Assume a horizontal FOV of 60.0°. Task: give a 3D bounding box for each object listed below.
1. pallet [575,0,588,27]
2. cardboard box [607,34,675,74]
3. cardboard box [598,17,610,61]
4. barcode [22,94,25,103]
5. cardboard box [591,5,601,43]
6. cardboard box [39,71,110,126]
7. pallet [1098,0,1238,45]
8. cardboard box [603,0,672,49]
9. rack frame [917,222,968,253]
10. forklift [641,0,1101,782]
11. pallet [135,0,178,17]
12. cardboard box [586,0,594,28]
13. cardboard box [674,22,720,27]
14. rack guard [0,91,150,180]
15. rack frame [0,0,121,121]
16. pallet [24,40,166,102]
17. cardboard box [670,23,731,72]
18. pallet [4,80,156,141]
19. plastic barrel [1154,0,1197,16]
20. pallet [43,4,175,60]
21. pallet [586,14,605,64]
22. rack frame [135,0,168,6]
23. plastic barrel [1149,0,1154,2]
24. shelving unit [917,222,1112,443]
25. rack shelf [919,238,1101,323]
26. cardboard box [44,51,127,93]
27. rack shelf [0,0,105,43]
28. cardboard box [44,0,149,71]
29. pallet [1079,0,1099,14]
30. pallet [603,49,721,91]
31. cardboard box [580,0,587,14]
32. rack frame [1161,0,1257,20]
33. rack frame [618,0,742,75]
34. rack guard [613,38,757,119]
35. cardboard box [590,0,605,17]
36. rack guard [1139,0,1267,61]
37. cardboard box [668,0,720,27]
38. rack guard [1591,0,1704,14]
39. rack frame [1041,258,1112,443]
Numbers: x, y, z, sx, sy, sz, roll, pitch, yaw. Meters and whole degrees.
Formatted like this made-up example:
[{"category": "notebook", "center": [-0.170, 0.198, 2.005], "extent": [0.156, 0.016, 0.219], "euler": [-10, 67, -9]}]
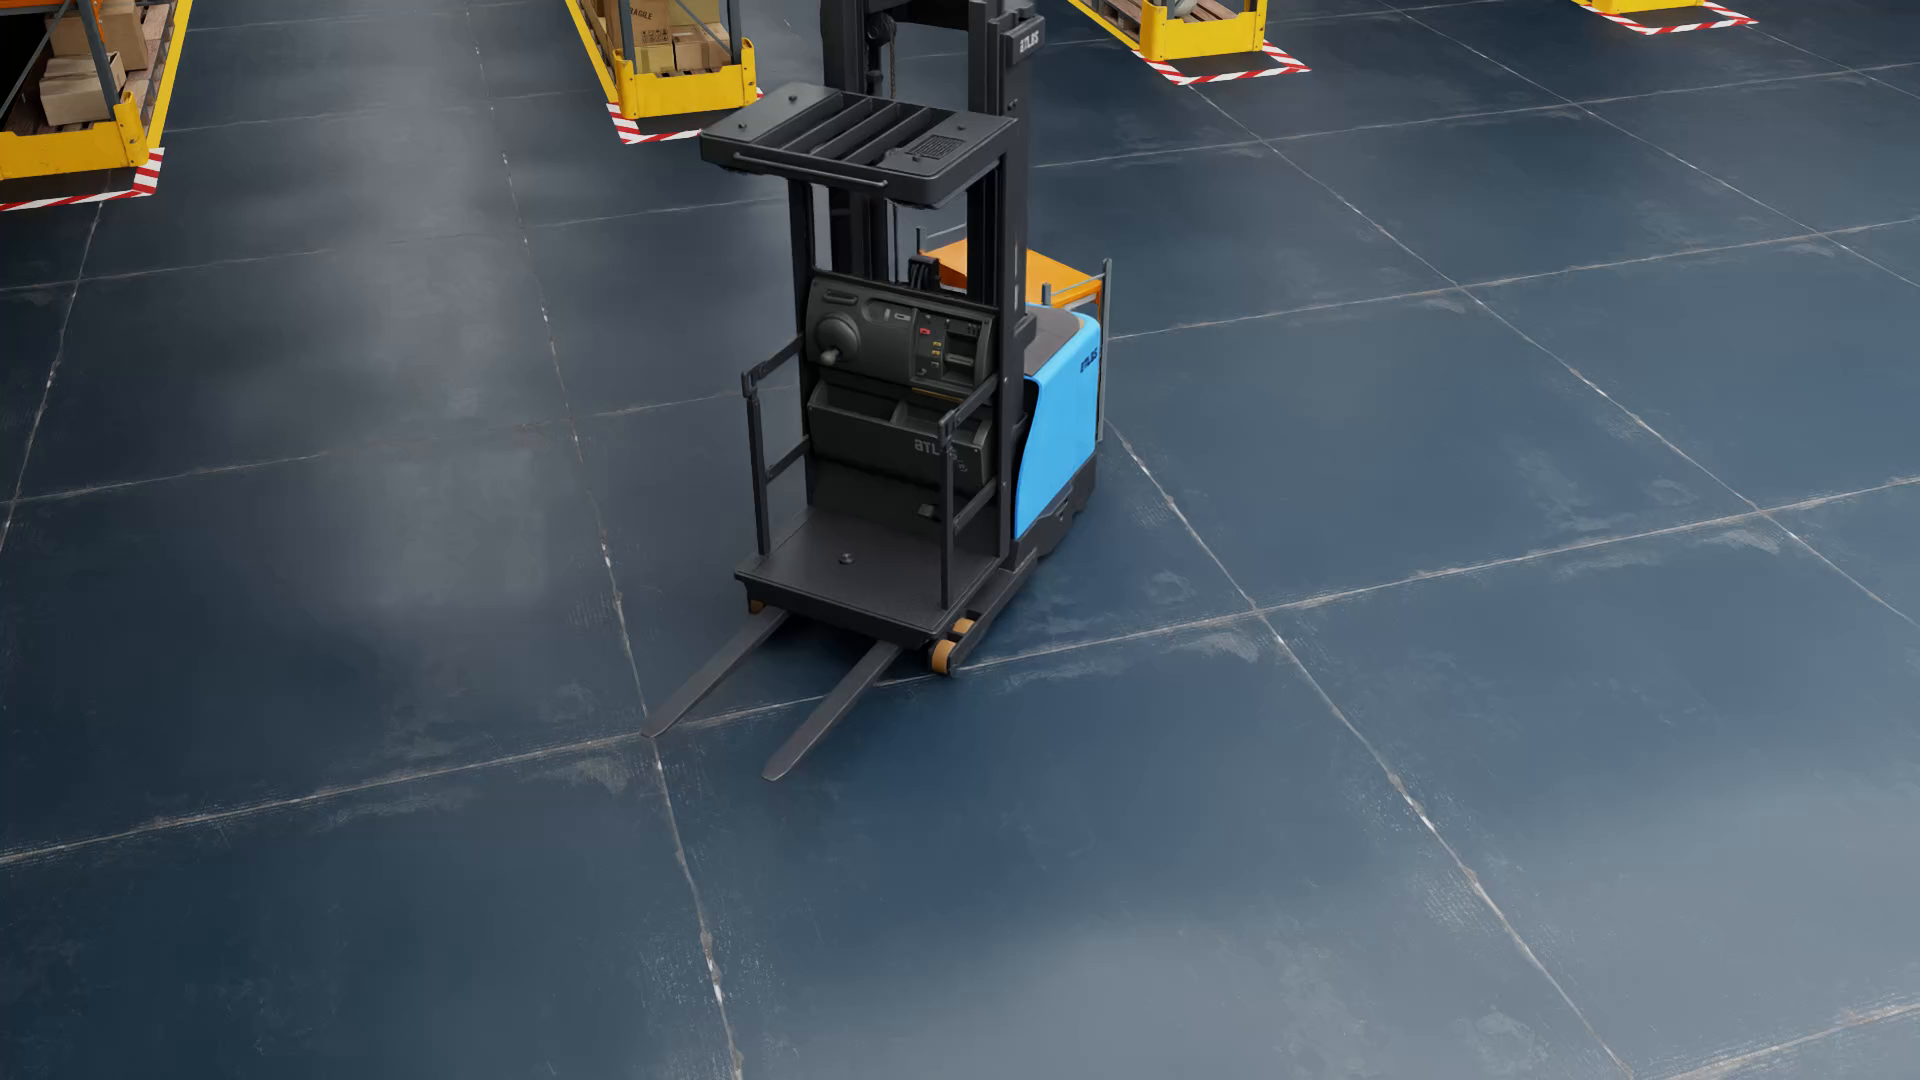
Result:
[{"category": "pallet", "center": [-3.382, -5.544, 16.948], "extent": [1.003, 0.211, 1.213], "euler": [-10, 35, -15]}, {"category": "cardboard box", "center": [-2.809, -4.292, 14.637], "extent": [0.500, 0.250, 0.500], "euler": [-10, 35, -15]}, {"category": "cardboard box", "center": [-2.973, -4.552, 15.031], "extent": [0.500, 0.250, 0.500], "euler": [-10, 35, -15]}, {"category": "barcode", "center": [-7.593, -3.583, 13.483], "extent": [0.001, 0.075, 0.075], "euler": [-10, 35, -15]}, {"category": "cardboard box", "center": [-3.128, -4.814, 15.428], "extent": [0.500, 0.250, 0.500], "euler": [-10, 35, -15]}, {"category": "cardboard box", "center": [-7.206, -3.637, 13.573], "extent": [0.500, 0.311, 0.500], "euler": [-14, 36, -20]}, {"category": "pallet", "center": [2.043, -5.159, 16.365], "extent": [1.003, 0.211, 1.213], "euler": [-10, 35, -15]}, {"category": "cardboard box", "center": [-2.811, -4.604, 14.430], "extent": [0.500, 0.500, 0.500], "euler": [-10, 35, -15]}, {"category": "rack frame", "center": [-0.046, -1.383, 9.823], "extent": [0.500, 1.125, 0.032], "euler": [-26, 41, -34]}, {"category": "forklift", "center": [-0.380, -0.870, 7.408], "extent": [1.130, 2.935, 3.031], "euler": [16, 37, 22]}, {"category": "pallet", "center": [-8.540, -5.542, 16.945], "extent": [1.003, 0.211, 1.213], "euler": [-10, 35, -15]}, {"category": "cardboard box", "center": [-3.278, -5.077, 15.826], "extent": [0.500, 0.250, 0.500], "euler": [-10, 35, -15]}, {"category": "cardboard box", "center": [-2.472, -4.641, 15.165], "extent": [0.500, 0.250, 0.500], "euler": [-10, 35, -15]}, {"category": "rack guard", "center": [-7.104, -3.194, 13.130], "extent": [1.175, 0.500, 0.348], "euler": [-10, 35, -15]}, {"category": "rack frame", "center": [-7.081, -4.197, 12.380], "extent": [1.000, 3.000, 0.127], "euler": [-10, 35, -15]}, {"category": "pallet", "center": [-7.687, -4.145, 14.831], "extent": [1.003, 0.211, 1.213], "euler": [-10, 35, -15]}, {"category": "cardboard box", "center": [-2.316, -4.379, 14.769], "extent": [0.500, 0.250, 0.500], "euler": [-10, 35, -15]}, {"category": "pallet", "center": [-7.318, -3.506, 13.864], "extent": [1.003, 0.211, 1.213], "euler": [-10, 35, -15]}, {"category": "plastic barrel", "center": [2.080, -5.333, 15.975], "extent": [0.421, 0.512, 0.421], "euler": [0, 33, 0]}, {"category": "pallet", "center": [-8.063, -4.787, 15.802], "extent": [1.003, 0.211, 1.213], "euler": [-10, 35, -15]}, {"category": "pallet", "center": [-3.006, -4.902, 15.977], "extent": [1.003, 0.211, 1.213], "euler": [-10, 35, -15]}, {"category": "rack frame", "center": [-8.301, -6.297, 15.558], "extent": [1.000, 3.000, 0.127], "euler": [-10, 35, -15]}, {"category": "plastic barrel", "center": [1.928, -5.596, 16.373], "extent": [0.421, 0.512, 0.421], "euler": [0, 33, 0]}, {"category": "shelving unit", "center": [0.290, -1.173, 9.505], "extent": [0.538, 1.125, 1.048], "euler": [-26, 41, -34]}, {"category": "rack shelf", "center": [0.290, -1.417, 9.344], "extent": [0.538, 0.278, 1.000], "euler": [-26, 41, -34]}, {"category": "cardboard box", "center": [-7.380, -3.936, 14.026], "extent": [0.500, 0.311, 0.500], "euler": [-7, 34, -11]}, {"category": "rack shelf", "center": [-7.691, -4.947, 14.168], "extent": [1.077, 0.370, 4.000], "euler": [-10, 35, -15]}, {"category": "cardboard box", "center": [-7.556, -4.409, 14.569], "extent": [0.700, 0.500, 0.500], "euler": [-12, 35, -18]}, {"category": "pallet", "center": [1.675, -5.798, 17.333], "extent": [1.003, 0.211, 1.213], "euler": [-10, 35, -15]}, {"category": "pallet", "center": [-2.638, -4.263, 15.009], "extent": [1.003, 0.211, 1.213], "euler": [-10, 35, -15]}, {"category": "cardboard box", "center": [-3.437, -5.339, 16.221], "extent": [0.500, 0.250, 0.500], "euler": [-10, 35, -15]}, {"category": "rack frame", "center": [2.354, -5.863, 14.901], "extent": [1.000, 3.000, 0.127], "euler": [-10, 35, -15]}, {"category": "rack frame", "center": [-2.364, -5.032, 13.644], "extent": [1.000, 3.000, 0.127], "euler": [-10, 35, -15]}, {"category": "rack guard", "center": [-2.357, -3.976, 14.314], "extent": [1.175, 0.500, 0.348], "euler": [-10, 35, -15]}, {"category": "cardboard box", "center": [-3.130, -5.127, 15.221], "extent": [0.500, 0.500, 0.500], "euler": [-10, 35, -15]}, {"category": "rack guard", "center": [2.286, -4.852, 15.639], "extent": [1.175, 0.500, 0.348], "euler": [-10, 35, -15]}, {"category": "cardboard box", "center": [-2.471, -4.954, 14.959], "extent": [0.500, 0.500, 0.500], "euler": [-10, 35, -15]}, {"category": "rack guard", "center": [7.048, -5.693, 16.911], "extent": [1.175, 0.500, 0.348], "euler": [-10, 35, -15]}, {"category": "rack frame", "center": [0.627, -0.963, 9.187], "extent": [0.500, 1.125, 0.032], "euler": [-26, 41, -34]}]
